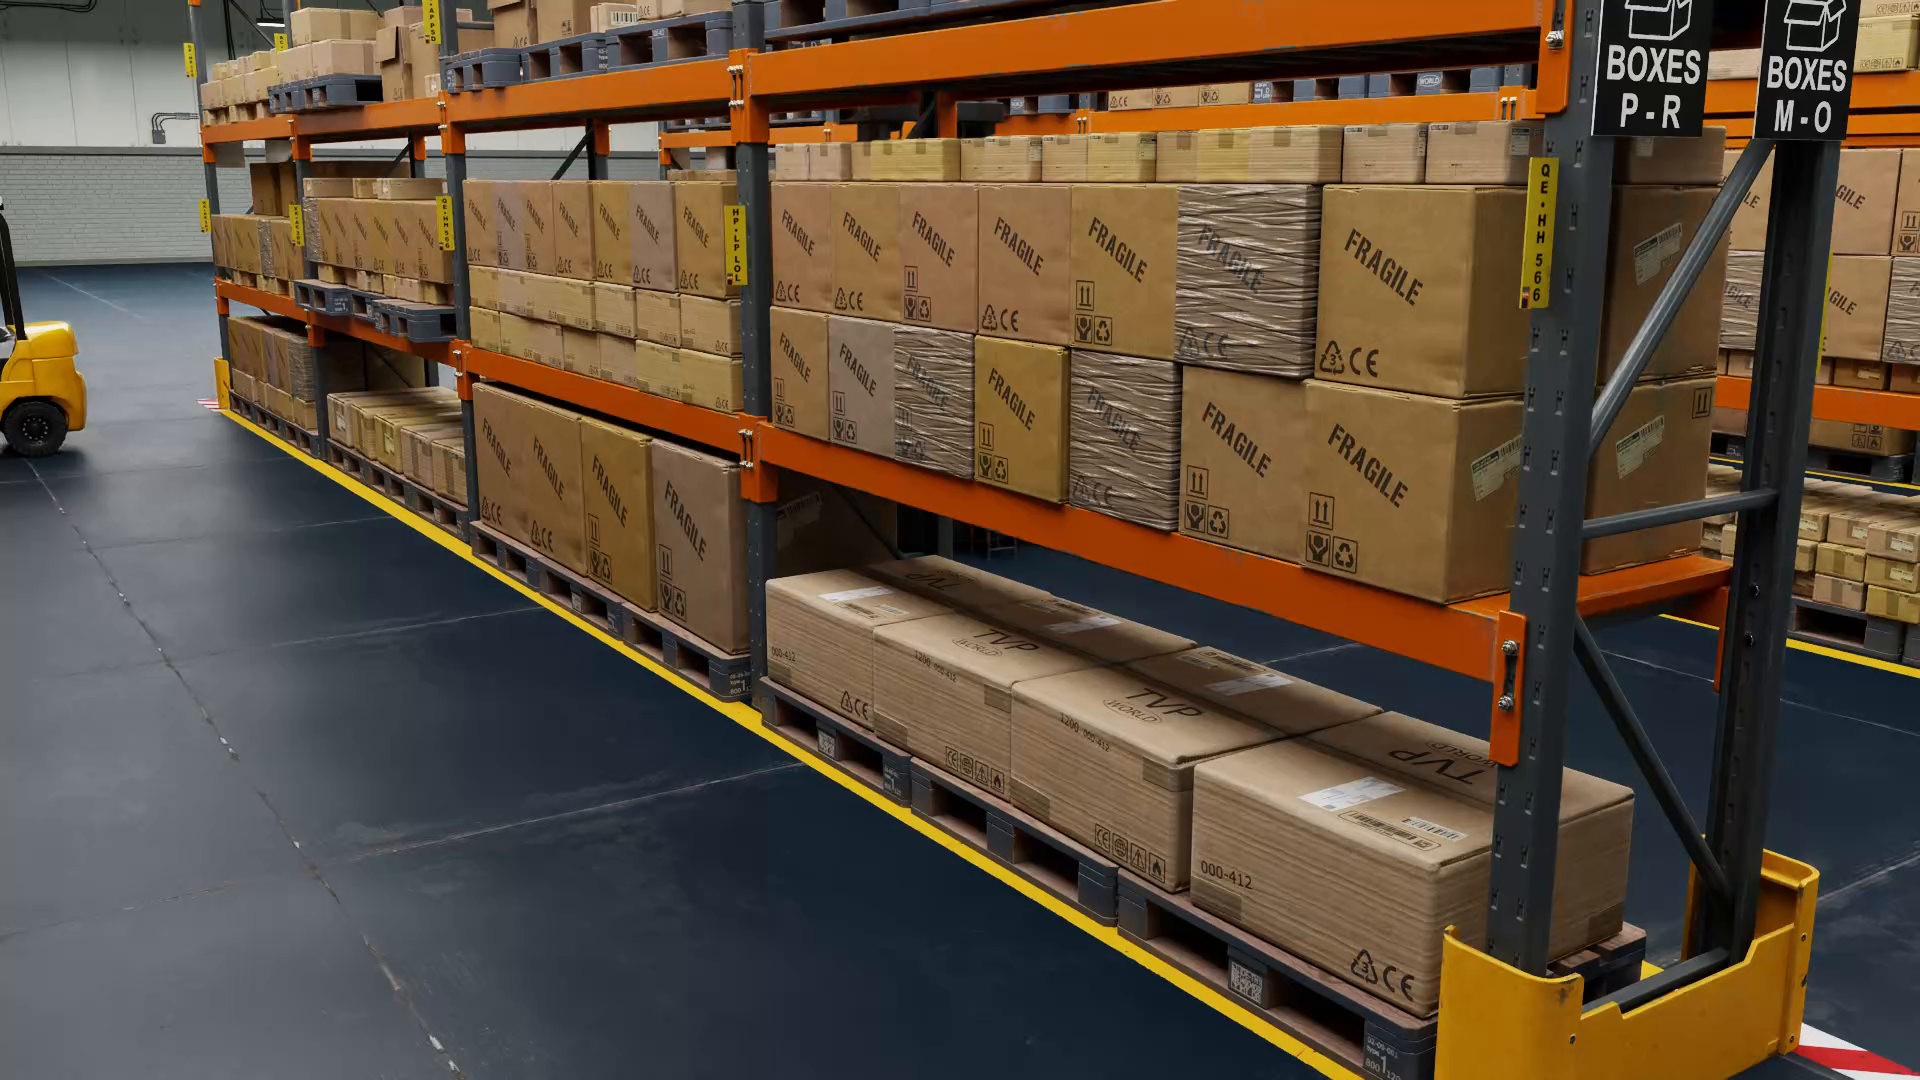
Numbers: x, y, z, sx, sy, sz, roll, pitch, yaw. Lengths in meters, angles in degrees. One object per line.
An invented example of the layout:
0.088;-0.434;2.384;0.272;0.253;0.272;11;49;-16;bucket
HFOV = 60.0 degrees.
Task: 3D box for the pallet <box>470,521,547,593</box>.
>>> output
-2.324;0.035;10.205;1.003;0.211;1.213;-8;15;-33;pallet

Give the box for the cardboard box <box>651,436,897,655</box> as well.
-0.892;-0.032;7.979;0.875;0.875;0.875;-8;14;-31;cardboard box

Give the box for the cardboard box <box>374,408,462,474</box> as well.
-3.834;-0.765;12.506;0.950;0.372;0.625;-8;14;-31;cardboard box

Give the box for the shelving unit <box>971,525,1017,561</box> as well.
0.211;-0.415;10.304;0.215;1.050;0.252;-6;14;-24;shelving unit

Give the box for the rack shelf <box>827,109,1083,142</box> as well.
0.258;-3.549;14.734;1.077;0.370;4.000;-8;15;-33;rack shelf

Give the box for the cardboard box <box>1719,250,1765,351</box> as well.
4.176;-1.264;8.689;0.500;0.500;0.500;-8;15;-34;cardboard box

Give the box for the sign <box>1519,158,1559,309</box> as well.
1.274;-0.673;3.652;0.100;0.325;0.005;-8;15;-33;sign

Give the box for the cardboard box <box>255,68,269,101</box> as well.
-5.664;-3.861;14.130;0.500;0.250;0.500;-8;15;-34;cardboard box

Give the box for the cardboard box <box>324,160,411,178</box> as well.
-4.978;-2.974;14.168;0.700;0.500;0.500;-8;15;-33;cardboard box

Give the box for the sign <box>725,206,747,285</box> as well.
-0.929;-1.226;6.920;0.100;0.325;0.005;-8;15;-33;sign

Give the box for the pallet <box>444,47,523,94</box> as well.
-2.298;-2.741;9.794;1.213;0.211;1.003;-7;14;-30;pallet

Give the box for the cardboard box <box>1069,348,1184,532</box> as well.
0.688;-0.338;5.151;0.500;0.500;0.500;-8;14;-31;cardboard box

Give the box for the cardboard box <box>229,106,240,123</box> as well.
-6.498;-3.915;15.308;0.380;0.149;0.250;-8;15;-32;cardboard box

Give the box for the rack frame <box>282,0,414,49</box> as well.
-4.915;-5.118;13.202;1.000;3.000;0.127;-8;15;-33;rack frame

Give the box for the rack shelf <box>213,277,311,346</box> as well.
-6.023;-2.192;15.546;1.077;0.370;4.000;-8;15;-33;rack shelf

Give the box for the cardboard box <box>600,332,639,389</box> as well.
-1.486;-0.924;8.416;0.500;0.250;0.500;-9;15;-34;cardboard box

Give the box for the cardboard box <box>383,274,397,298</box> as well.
-3.759;-1.760;11.496;0.380;0.149;0.250;-8;15;-32;cardboard box

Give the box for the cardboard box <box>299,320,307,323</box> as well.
-6.178;-1.923;16.331;0.500;0.500;0.500;-7;14;-31;cardboard box

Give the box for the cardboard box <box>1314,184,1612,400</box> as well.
1.269;-0.648;4.229;0.500;0.500;0.500;-8;14;-31;cardboard box

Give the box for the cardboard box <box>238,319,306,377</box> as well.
-6.607;-1.854;16.017;0.500;0.500;0.500;-9;15;-35;cardboard box

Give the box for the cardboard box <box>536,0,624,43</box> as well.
-1.992;-3.042;9.511;0.700;0.500;0.500;-9;15;-36;cardboard box

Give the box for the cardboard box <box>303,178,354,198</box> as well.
-4.948;-2.778;13.112;0.380;0.149;0.250;-8;15;-33;cardboard box

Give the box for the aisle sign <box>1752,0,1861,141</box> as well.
2.015;-1.345;3.904;0.394;0.787;0.004;-8;15;-33;aisle sign

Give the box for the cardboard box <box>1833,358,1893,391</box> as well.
4.582;-0.844;8.286;0.380;0.149;0.250;-8;15;-32;cardboard box

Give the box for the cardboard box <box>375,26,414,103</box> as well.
-3.567;-3.260;11.483;0.797;0.503;0.637;-8;15;-33;cardboard box

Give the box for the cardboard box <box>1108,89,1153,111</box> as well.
1.461;-3.461;12.411;0.500;0.500;0.500;-8;15;-33;cardboard box

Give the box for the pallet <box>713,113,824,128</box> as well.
-1.966;-4.577;17.955;1.003;0.211;1.213;-8;15;-33;pallet

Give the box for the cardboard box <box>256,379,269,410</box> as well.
-6.325;-1.397;15.683;0.500;0.250;0.500;-7;14;-29;cardboard box

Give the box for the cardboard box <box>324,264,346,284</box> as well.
-4.741;-2.089;12.996;0.380;0.149;0.250;-8;15;-32;cardboard box

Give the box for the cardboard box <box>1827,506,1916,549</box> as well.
4.614;-0.061;8.419;0.380;0.149;0.250;-9;15;-35;cardboard box

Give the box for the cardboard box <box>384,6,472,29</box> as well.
-3.904;-3.762;12.219;0.500;0.250;0.500;-8;15;-32;cardboard box

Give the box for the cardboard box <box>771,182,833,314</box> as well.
-0.420;-1.188;6.701;0.500;0.500;0.500;-8;15;-32;cardboard box

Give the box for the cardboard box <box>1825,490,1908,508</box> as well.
4.827;-0.159;8.863;0.380;0.149;0.250;-8;15;-33;cardboard box

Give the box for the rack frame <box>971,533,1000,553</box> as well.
0.159;-0.439;10.412;0.200;1.050;0.008;-6;14;-24;rack frame

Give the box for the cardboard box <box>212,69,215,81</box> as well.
-7.104;-4.544;16.317;0.380;0.149;0.250;-8;15;-33;cardboard box

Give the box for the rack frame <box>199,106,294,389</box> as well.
-7.131;-2.899;17.096;1.000;3.000;0.127;-8;15;-33;rack frame

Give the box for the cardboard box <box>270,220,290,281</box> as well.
-5.659;-2.522;14.442;0.500;0.500;0.500;-8;14;-31;cardboard box

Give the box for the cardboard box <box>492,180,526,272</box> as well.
-2.346;-1.809;9.540;0.500;0.500;0.500;-8;15;-33;cardboard box

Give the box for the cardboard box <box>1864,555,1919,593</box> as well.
4.682;0.142;8.183;0.380;0.149;0.250;-8;15;-32;cardboard box

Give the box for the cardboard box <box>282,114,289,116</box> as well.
-5.344;-3.550;13.640;0.380;0.149;0.250;-8;15;-32;cardboard box

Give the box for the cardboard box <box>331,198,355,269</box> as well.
-4.353;-2.291;12.402;0.500;0.500;0.500;-8;15;-33;cardboard box

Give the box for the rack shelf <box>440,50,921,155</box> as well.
-1.590;-2.234;8.719;1.077;0.370;4.000;-8;15;-33;rack shelf

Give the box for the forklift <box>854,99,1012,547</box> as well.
-0.438;-1.657;11.580;1.130;2.935;3.031;-6;14;-24;forklift

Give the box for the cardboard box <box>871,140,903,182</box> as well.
-0.105;-1.396;6.132;0.380;0.149;0.250;-8;15;-33;cardboard box

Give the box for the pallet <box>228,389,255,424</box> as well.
-6.668;-1.374;16.652;1.003;0.211;1.213;-8;15;-33;pallet

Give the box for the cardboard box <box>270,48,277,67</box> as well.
-5.480;-3.987;13.773;0.380;0.149;0.250;-9;15;-34;cardboard box

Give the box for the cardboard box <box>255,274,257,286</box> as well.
-6.414;-2.459;15.671;0.380;0.149;0.250;-8;14;-31;cardboard box

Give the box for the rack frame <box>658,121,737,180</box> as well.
-3.066;-3.503;19.857;1.000;3.000;0.127;-8;15;-33;rack frame

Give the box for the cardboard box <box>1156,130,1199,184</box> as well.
0.803;-1.130;4.916;0.380;0.149;0.250;-8;15;-33;cardboard box

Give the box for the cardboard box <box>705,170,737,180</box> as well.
-2.314;-3.830;18.477;0.875;0.550;0.550;-8;15;-33;cardboard box

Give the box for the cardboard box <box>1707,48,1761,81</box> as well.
4.177;-2.464;8.437;0.500;0.250;0.500;-7;14;-30;cardboard box

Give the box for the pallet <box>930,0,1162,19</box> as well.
0.634;-1.823;5.363;1.003;0.211;1.213;-8;15;-33;pallet

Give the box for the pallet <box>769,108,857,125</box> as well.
-1.294;-4.360;16.964;1.003;0.211;1.213;-8;15;-33;pallet

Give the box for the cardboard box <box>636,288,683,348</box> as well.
-1.212;-1.073;7.928;0.500;0.250;0.500;-8;14;-31;cardboard box
